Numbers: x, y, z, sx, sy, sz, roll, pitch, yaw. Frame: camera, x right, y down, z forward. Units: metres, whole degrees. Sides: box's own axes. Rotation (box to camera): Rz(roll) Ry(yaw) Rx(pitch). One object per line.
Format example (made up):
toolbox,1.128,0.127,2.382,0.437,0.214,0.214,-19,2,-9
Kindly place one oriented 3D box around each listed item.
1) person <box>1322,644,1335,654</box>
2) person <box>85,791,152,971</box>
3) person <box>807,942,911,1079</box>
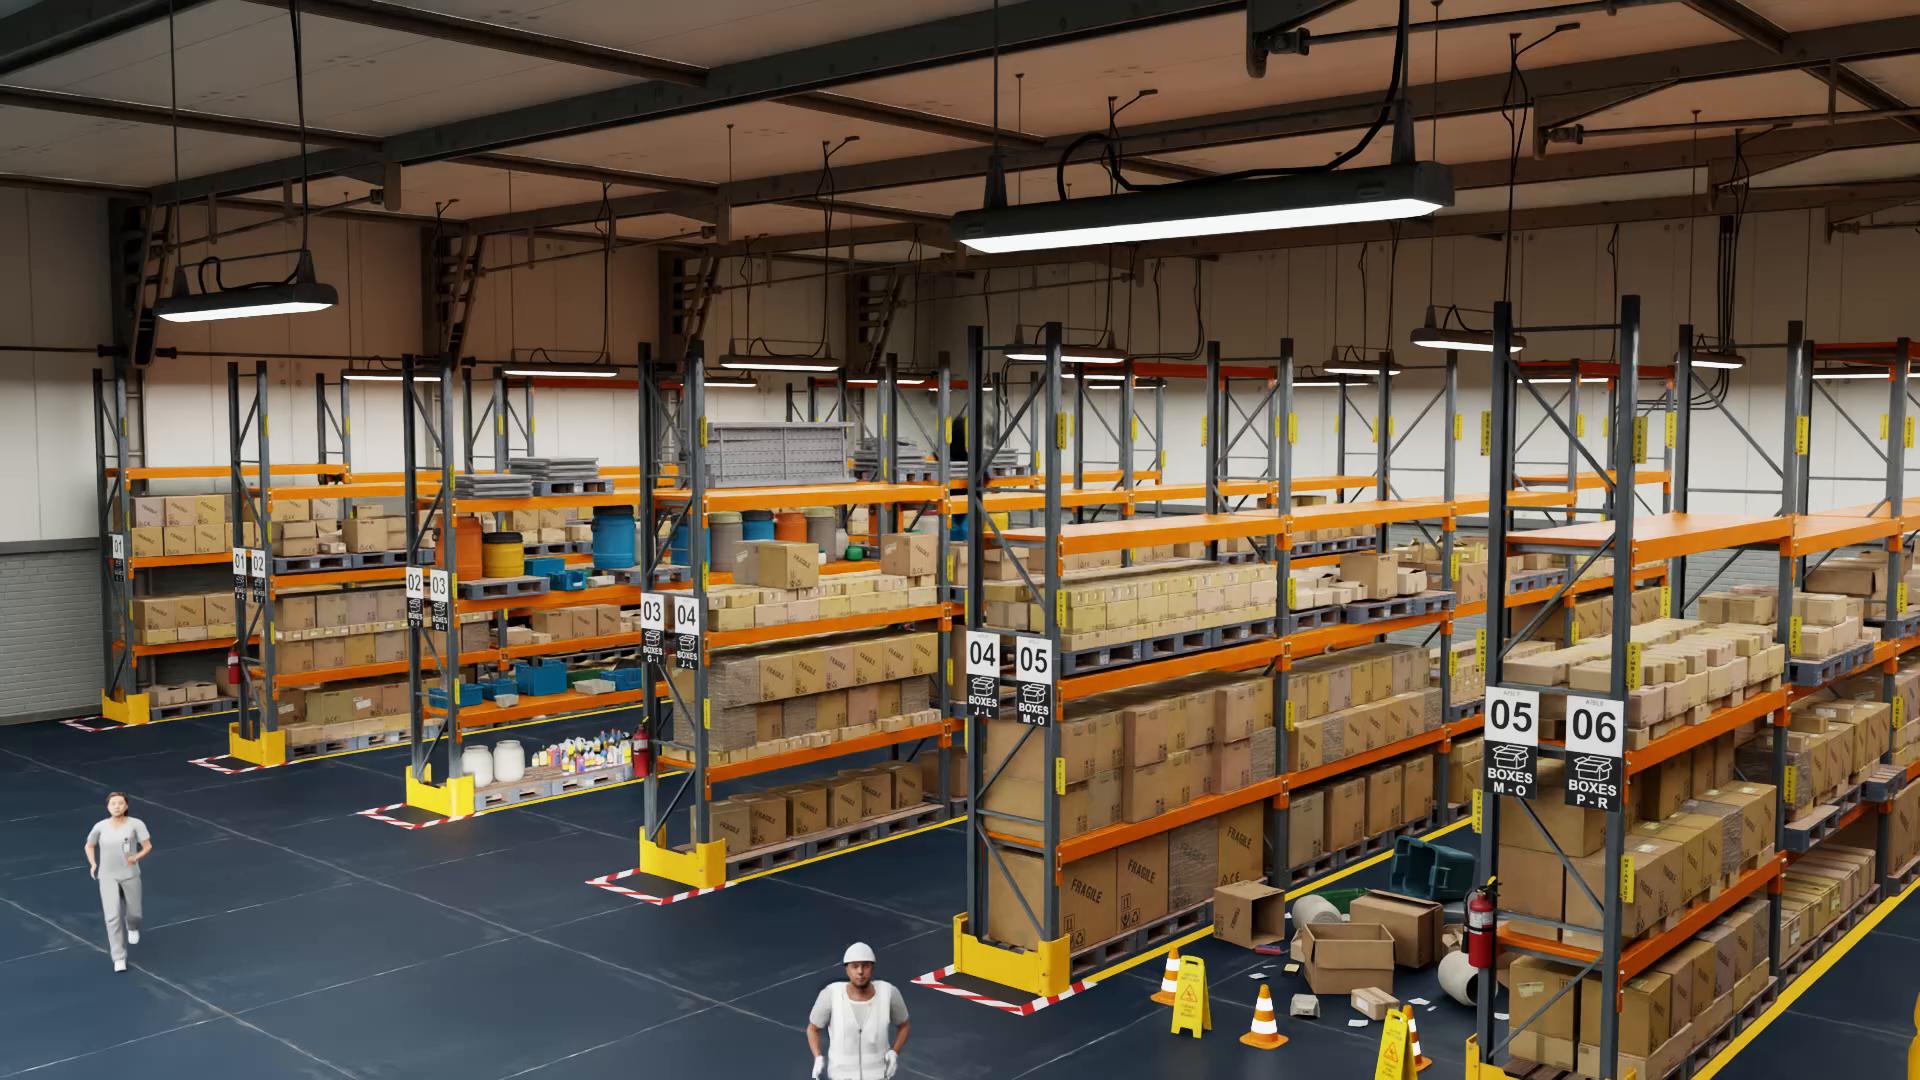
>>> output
person,5.811,2.422,26.238,0.540,1.597,0.879,3,5,35
person,-7.964,3.187,15.747,0.575,1.635,0.802,-2,5,-24
person,-0.657,3.497,10.938,0.686,1.735,0.605,-1,4,-8
